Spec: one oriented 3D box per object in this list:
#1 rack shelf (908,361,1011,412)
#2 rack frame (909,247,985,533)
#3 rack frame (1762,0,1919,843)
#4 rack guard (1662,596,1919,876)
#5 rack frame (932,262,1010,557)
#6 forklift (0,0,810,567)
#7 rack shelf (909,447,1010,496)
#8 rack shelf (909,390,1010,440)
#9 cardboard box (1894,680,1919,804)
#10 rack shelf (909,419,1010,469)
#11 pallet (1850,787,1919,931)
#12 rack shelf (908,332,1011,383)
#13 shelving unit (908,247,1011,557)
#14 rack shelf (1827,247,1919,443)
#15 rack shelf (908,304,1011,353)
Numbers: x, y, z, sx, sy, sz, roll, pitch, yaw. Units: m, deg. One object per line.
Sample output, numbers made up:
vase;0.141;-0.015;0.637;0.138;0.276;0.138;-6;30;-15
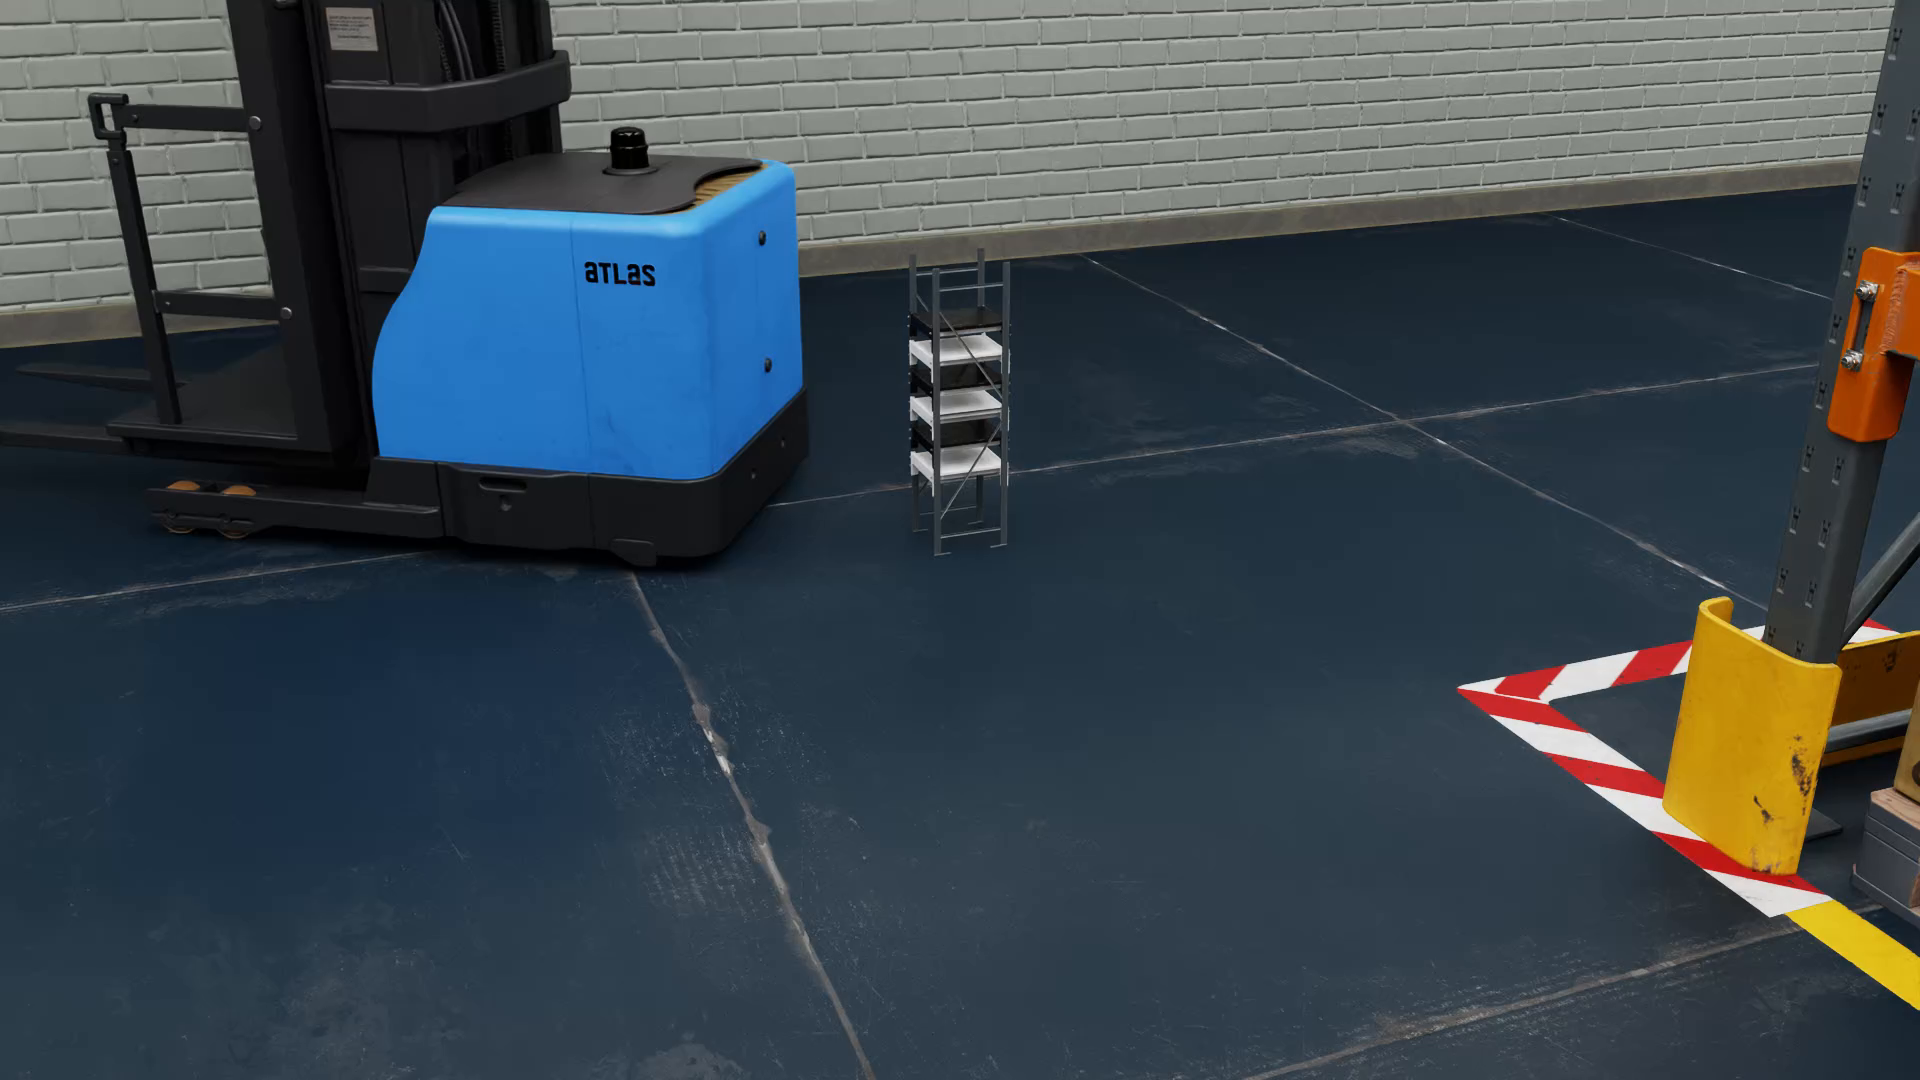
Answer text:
rack shelf;-0.003;-0.470;5.060;0.258;0.077;0.200;-8;24;-19
rack frame;-0.039;-0.455;5.170;0.240;0.900;0.006;-8;24;-19
rack frame;2.202;-0.791;3.265;1.000;3.000;0.127;-8;24;-19
rack guard;2.194;0.352;3.771;1.175;0.500;0.348;-8;24;-19
rack frame;0.033;-0.381;4.995;0.240;0.900;0.006;-8;24;-19
forklift;-2.095;-1.548;5.149;3.031;2.935;1.130;5;23;11
rack shelf;-0.003;-0.221;5.165;0.258;0.077;0.200;-8;24;-19
rack shelf;-0.003;-0.387;5.095;0.258;0.077;0.200;-8;24;-19
cardboard box;2.503;0.216;3.070;0.875;0.875;0.875;-8;24;-19
rack shelf;-0.003;-0.304;5.130;0.258;0.077;0.200;-8;24;-19
pallet;2.558;0.774;3.142;1.003;0.211;1.213;-8;24;-19
rack shelf;-0.003;-0.553;5.025;0.258;0.077;0.200;-8;24;-19
shelving unit;-0.003;-0.418;5.082;0.258;0.900;0.210;-8;24;-19
rack shelf;2.909;0.267;1.680;1.077;0.370;4.000;-8;24;-19
rack shelf;-0.003;-0.636;4.990;0.258;0.077;0.200;-8;24;-19
